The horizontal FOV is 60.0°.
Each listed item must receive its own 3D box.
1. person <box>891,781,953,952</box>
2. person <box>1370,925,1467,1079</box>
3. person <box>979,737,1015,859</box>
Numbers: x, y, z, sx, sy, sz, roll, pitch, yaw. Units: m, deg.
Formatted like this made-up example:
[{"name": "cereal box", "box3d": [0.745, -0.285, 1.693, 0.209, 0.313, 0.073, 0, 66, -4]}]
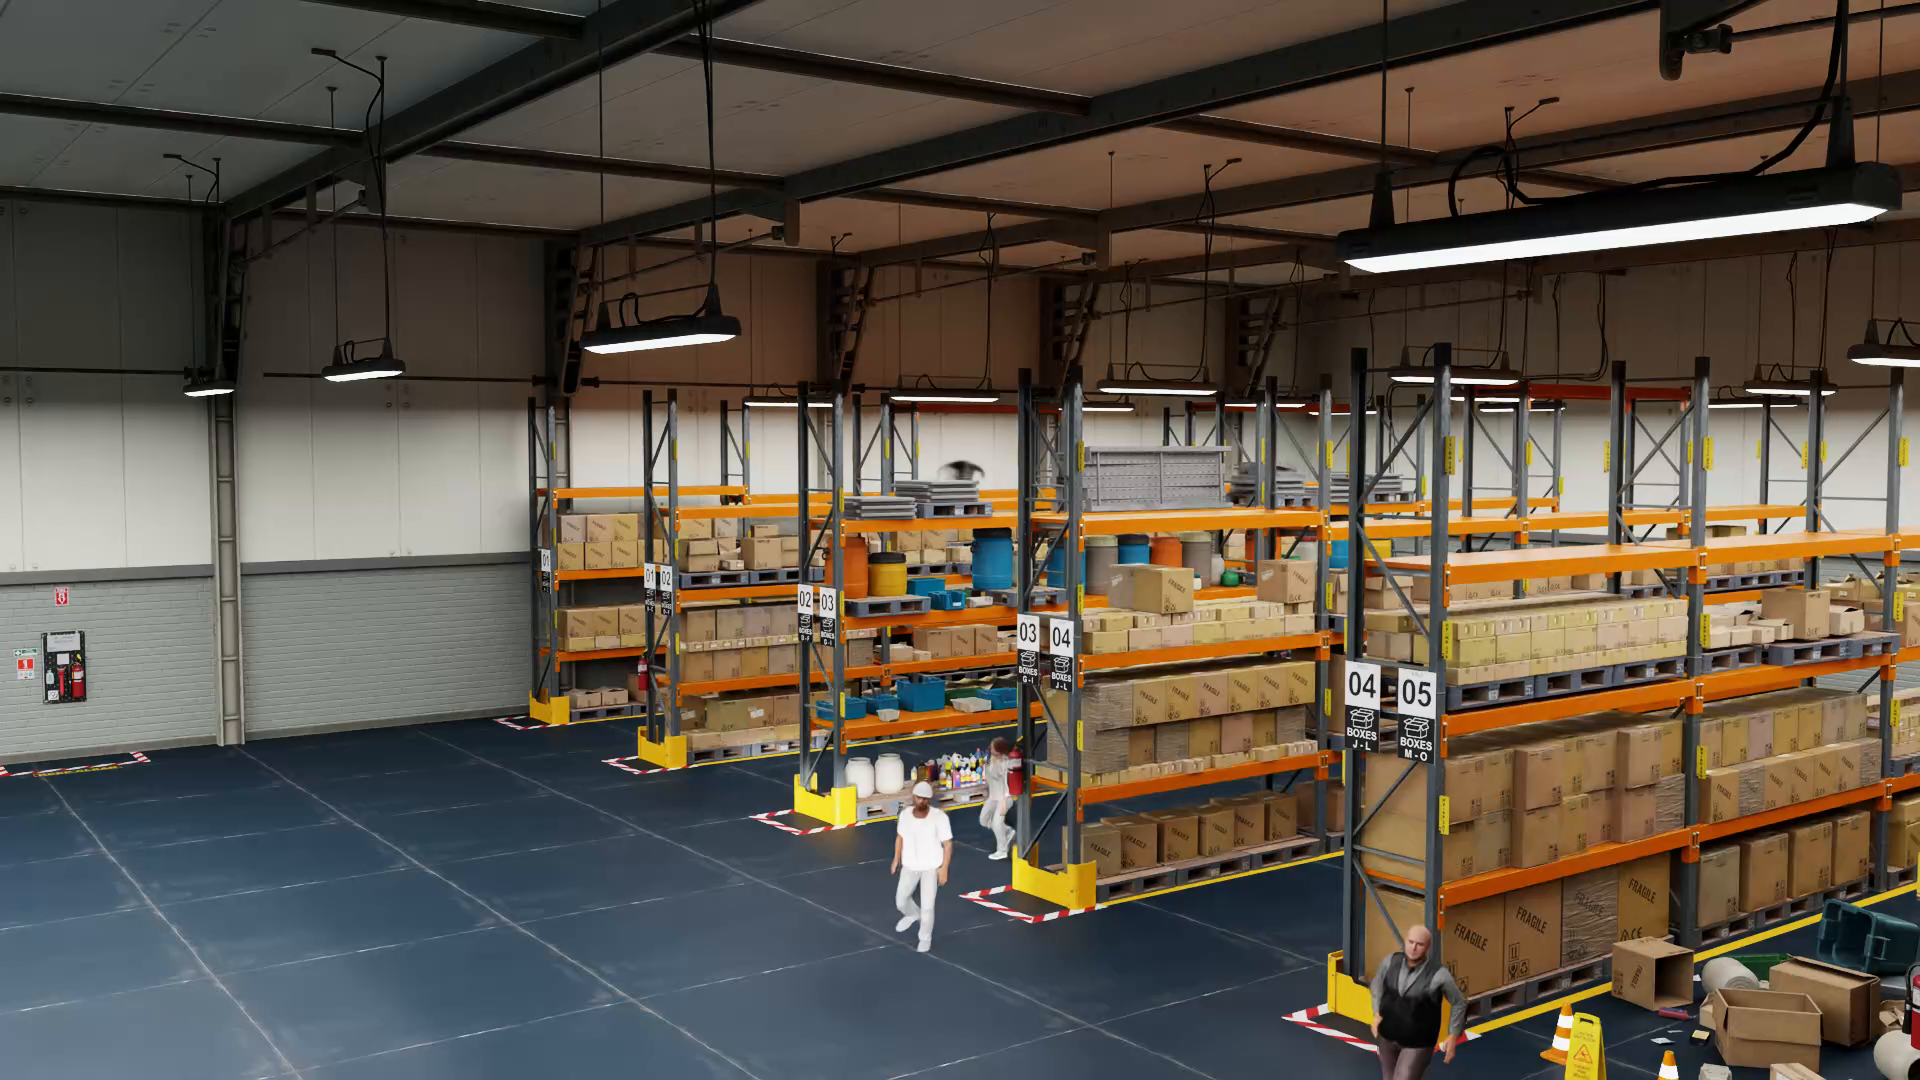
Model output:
[{"name": "person", "box3d": [-0.388, 3.295, 16.923, 0.728, 1.728, 0.688, 1, 4, 18]}, {"name": "person", "box3d": [3.212, 3.573, 11.847, 0.677, 1.701, 0.933, 3, 4, 41]}, {"name": "person", "box3d": [0.528, 3.163, 20.436, 0.488, 1.537, 0.579, -2, 4, -28]}]
